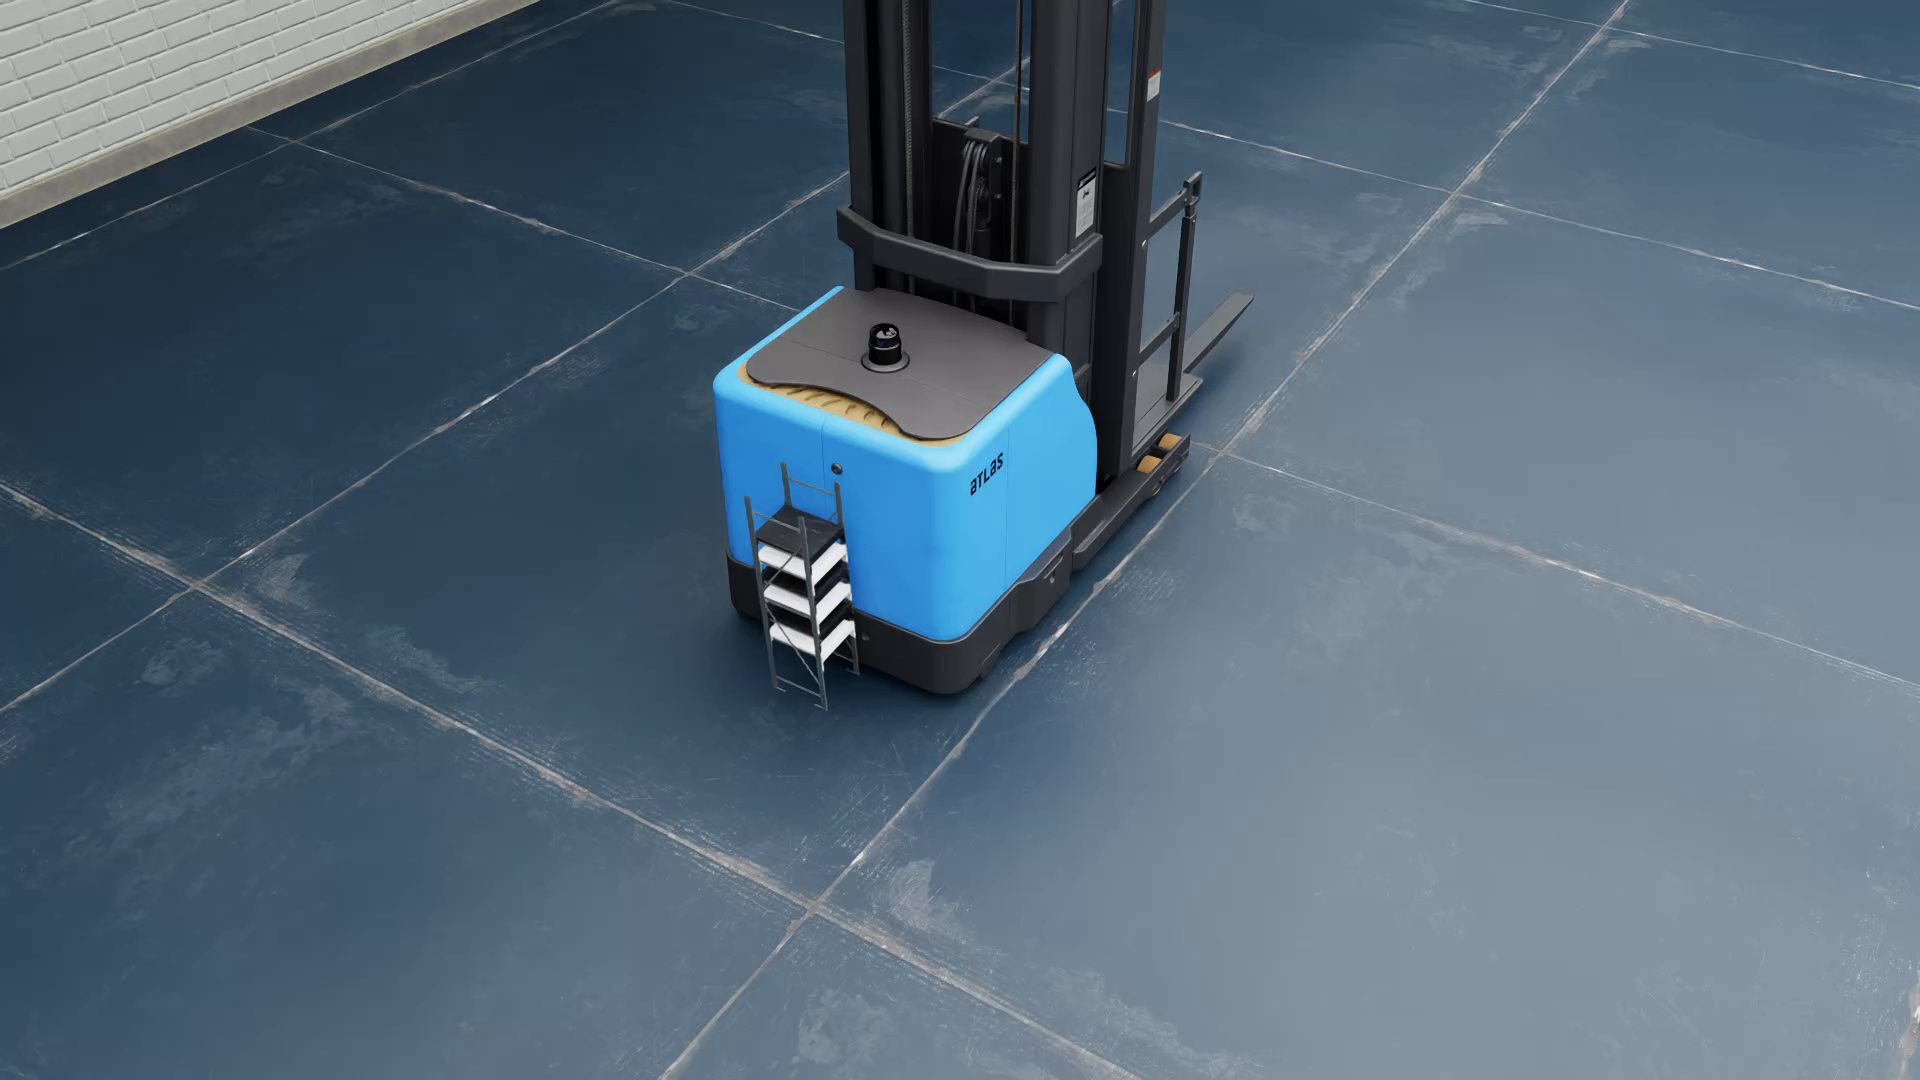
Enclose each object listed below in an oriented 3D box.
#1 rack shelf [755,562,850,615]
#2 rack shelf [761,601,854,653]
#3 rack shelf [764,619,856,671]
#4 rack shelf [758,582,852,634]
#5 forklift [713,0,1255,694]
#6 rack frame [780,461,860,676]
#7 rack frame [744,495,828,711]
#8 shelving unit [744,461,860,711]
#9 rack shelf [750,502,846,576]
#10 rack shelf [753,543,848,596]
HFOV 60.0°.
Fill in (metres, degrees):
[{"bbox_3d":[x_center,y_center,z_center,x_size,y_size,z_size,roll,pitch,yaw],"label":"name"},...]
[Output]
[{"bbox_3d":[-0.541,0.131,5.740,0.258,0.077,0.200,21,46,24],"label":"rack shelf"},{"bbox_3d":[-0.535,0.267,5.858,0.258,0.077,0.200,21,46,24],"label":"rack shelf"},{"bbox_3d":[-0.532,0.335,5.916,0.258,0.077,0.200,21,46,24],"label":"rack shelf"},{"bbox_3d":[-0.538,0.199,5.799,0.258,0.077,0.200,21,46,24],"label":"rack shelf"},{"bbox_3d":[0.326,-1.485,6.276,1.130,2.935,3.031,21,42,24],"label":"forklift"},{"bbox_3d":[-0.486,0.116,5.842,0.240,0.900,0.006,21,46,24],"label":"rack frame"},{"bbox_3d":[-0.592,0.232,5.713,0.240,0.900,0.006,21,46,24],"label":"rack frame"},{"bbox_3d":[-0.539,0.174,5.777,0.258,0.900,0.210,21,46,24],"label":"shelving unit"},{"bbox_3d":[-0.547,-0.005,5.623,0.258,0.077,0.200,21,46,24],"label":"rack shelf"},{"bbox_3d":[-0.544,0.063,5.682,0.258,0.077,0.200,21,46,24],"label":"rack shelf"}]
